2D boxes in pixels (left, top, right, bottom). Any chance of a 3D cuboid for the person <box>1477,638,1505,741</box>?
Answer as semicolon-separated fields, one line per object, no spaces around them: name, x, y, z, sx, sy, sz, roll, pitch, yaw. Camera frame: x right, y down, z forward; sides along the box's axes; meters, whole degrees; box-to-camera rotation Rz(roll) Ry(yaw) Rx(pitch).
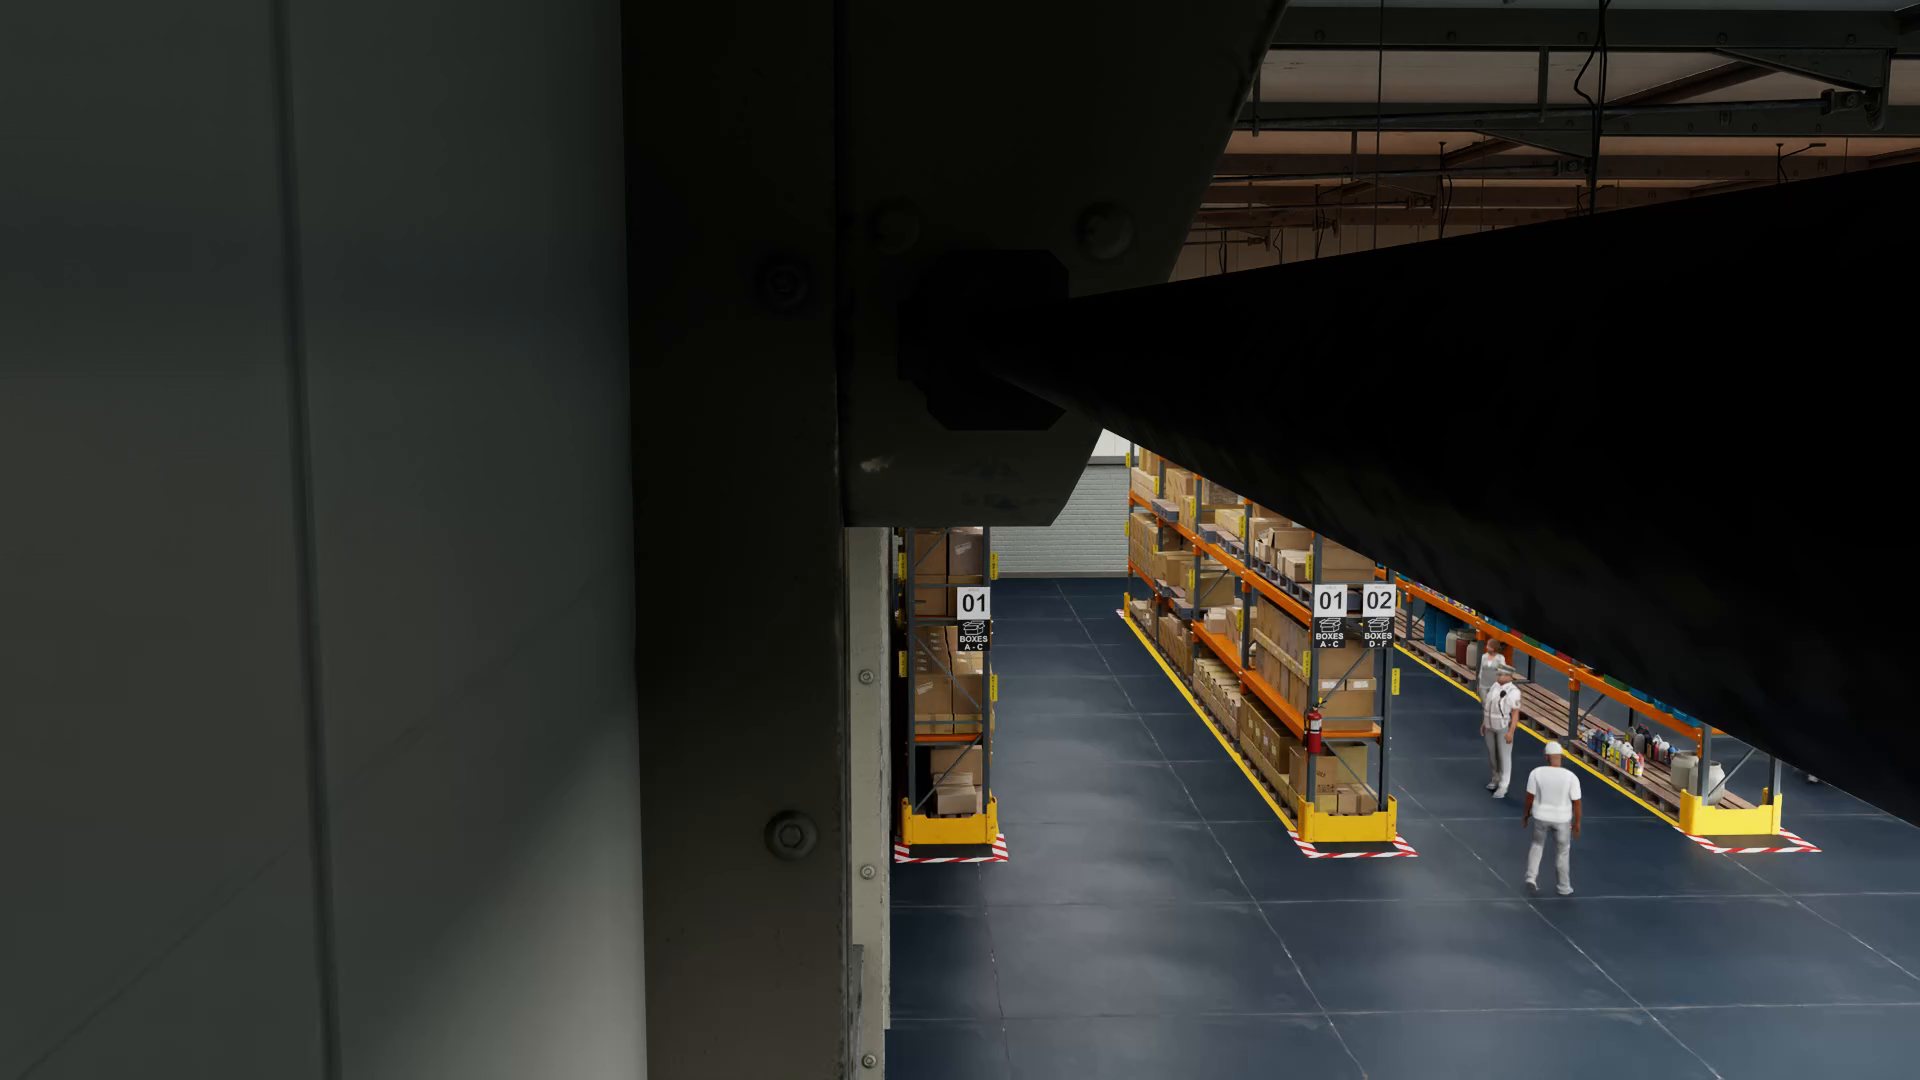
person;8.180;2.286;25.632;0.385;1.528;0.871;1;7;11

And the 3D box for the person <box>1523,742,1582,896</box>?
person;6.608;3.100;18.548;0.635;1.776;0.611;4;8;30

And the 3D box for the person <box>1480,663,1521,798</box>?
person;7.333;2.570;22.643;0.548;1.789;0.545;-6;10;-40

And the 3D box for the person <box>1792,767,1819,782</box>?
person;11.981;2.470;23.337;0.586;1.760;0.621;-4;8;-30
